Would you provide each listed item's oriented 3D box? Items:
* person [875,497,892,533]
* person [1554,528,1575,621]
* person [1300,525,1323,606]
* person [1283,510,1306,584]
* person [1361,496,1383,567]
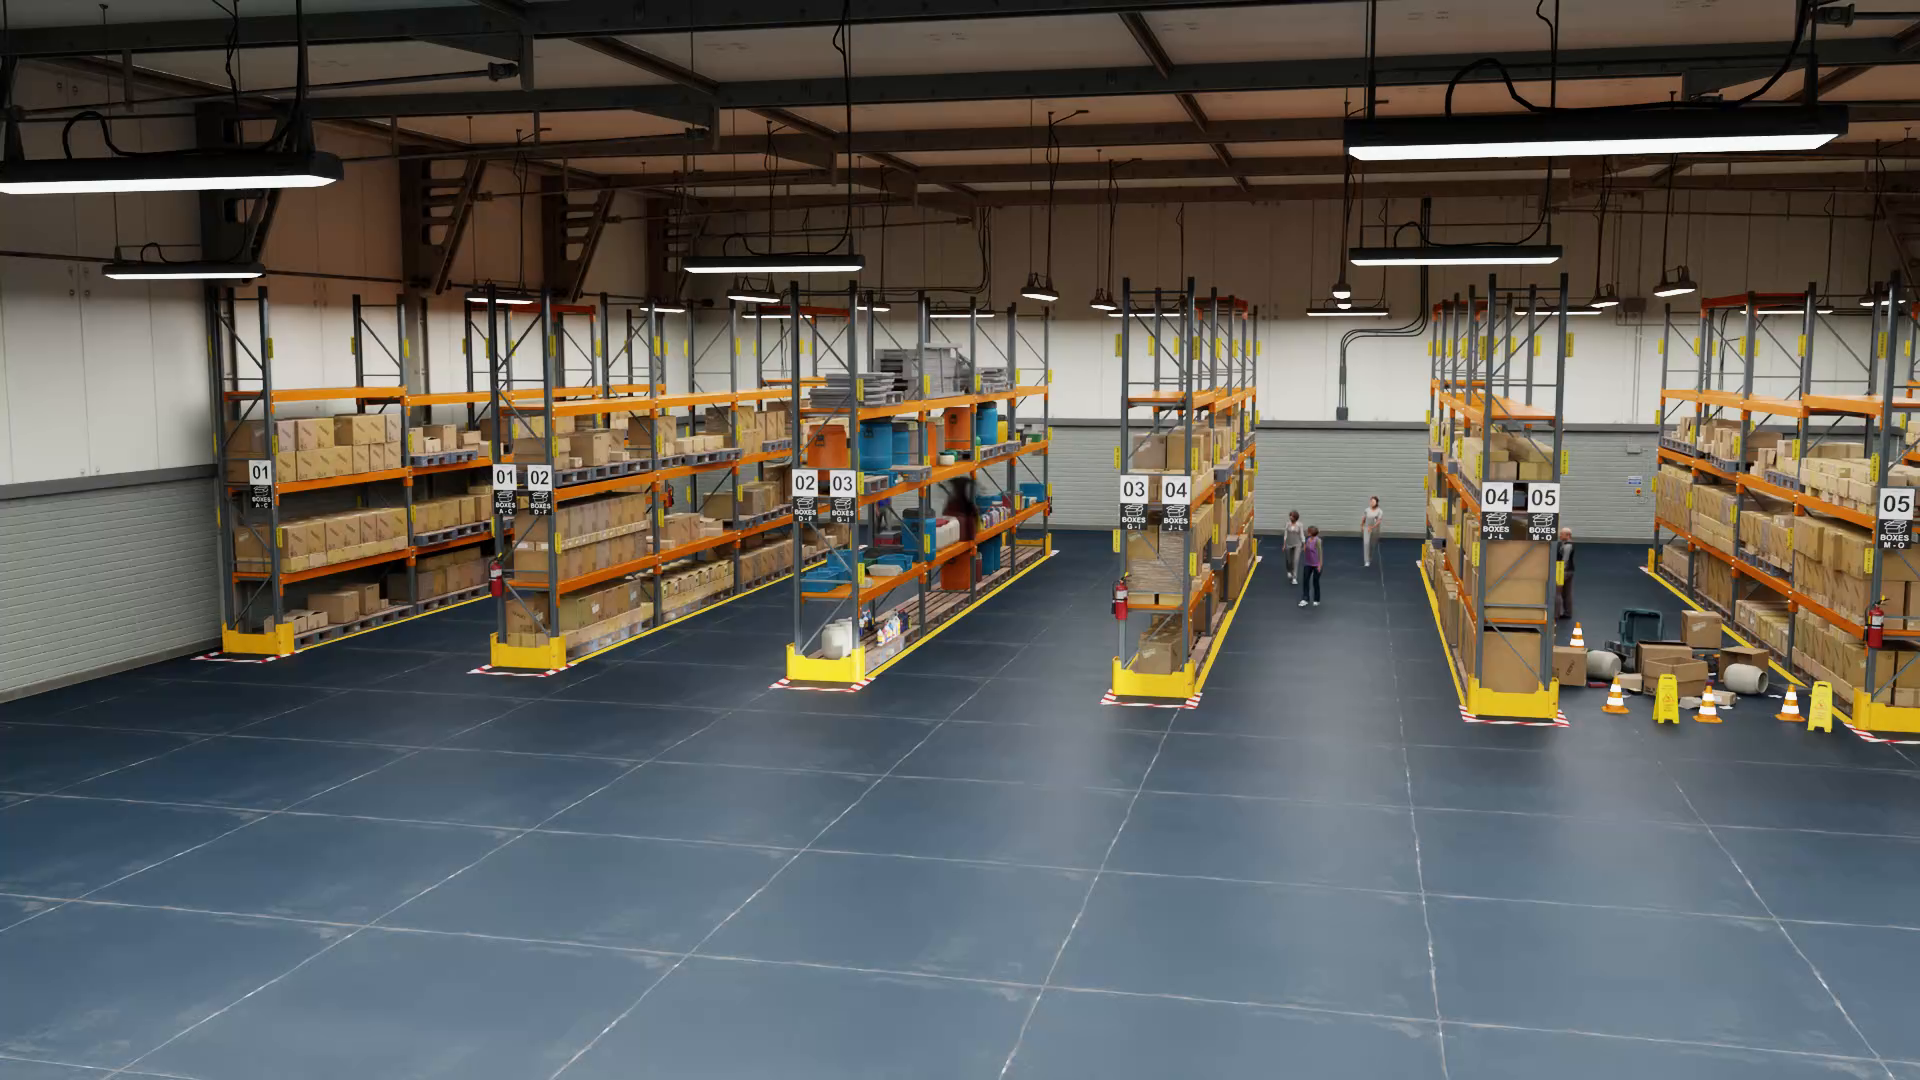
[{"bbox_3d":[-1.971,-0.760,43.176,0.518,1.605,1.014,-2,7,-17],"label":"person"},{"bbox_3d":[11.135,0.634,30.743,0.600,1.729,0.461,-6,9,-44],"label":"person"},{"bbox_3d":[6.882,0.522,32.420,0.454,1.630,0.442,-6,9,-42],"label":"person"},{"bbox_3d":[7.167,0.131,35.638,0.495,1.557,0.823,1,7,11],"label":"person"},{"bbox_3d":[9.447,-0.200,38.135,0.473,1.607,1.008,2,7,14],"label":"person"}]
